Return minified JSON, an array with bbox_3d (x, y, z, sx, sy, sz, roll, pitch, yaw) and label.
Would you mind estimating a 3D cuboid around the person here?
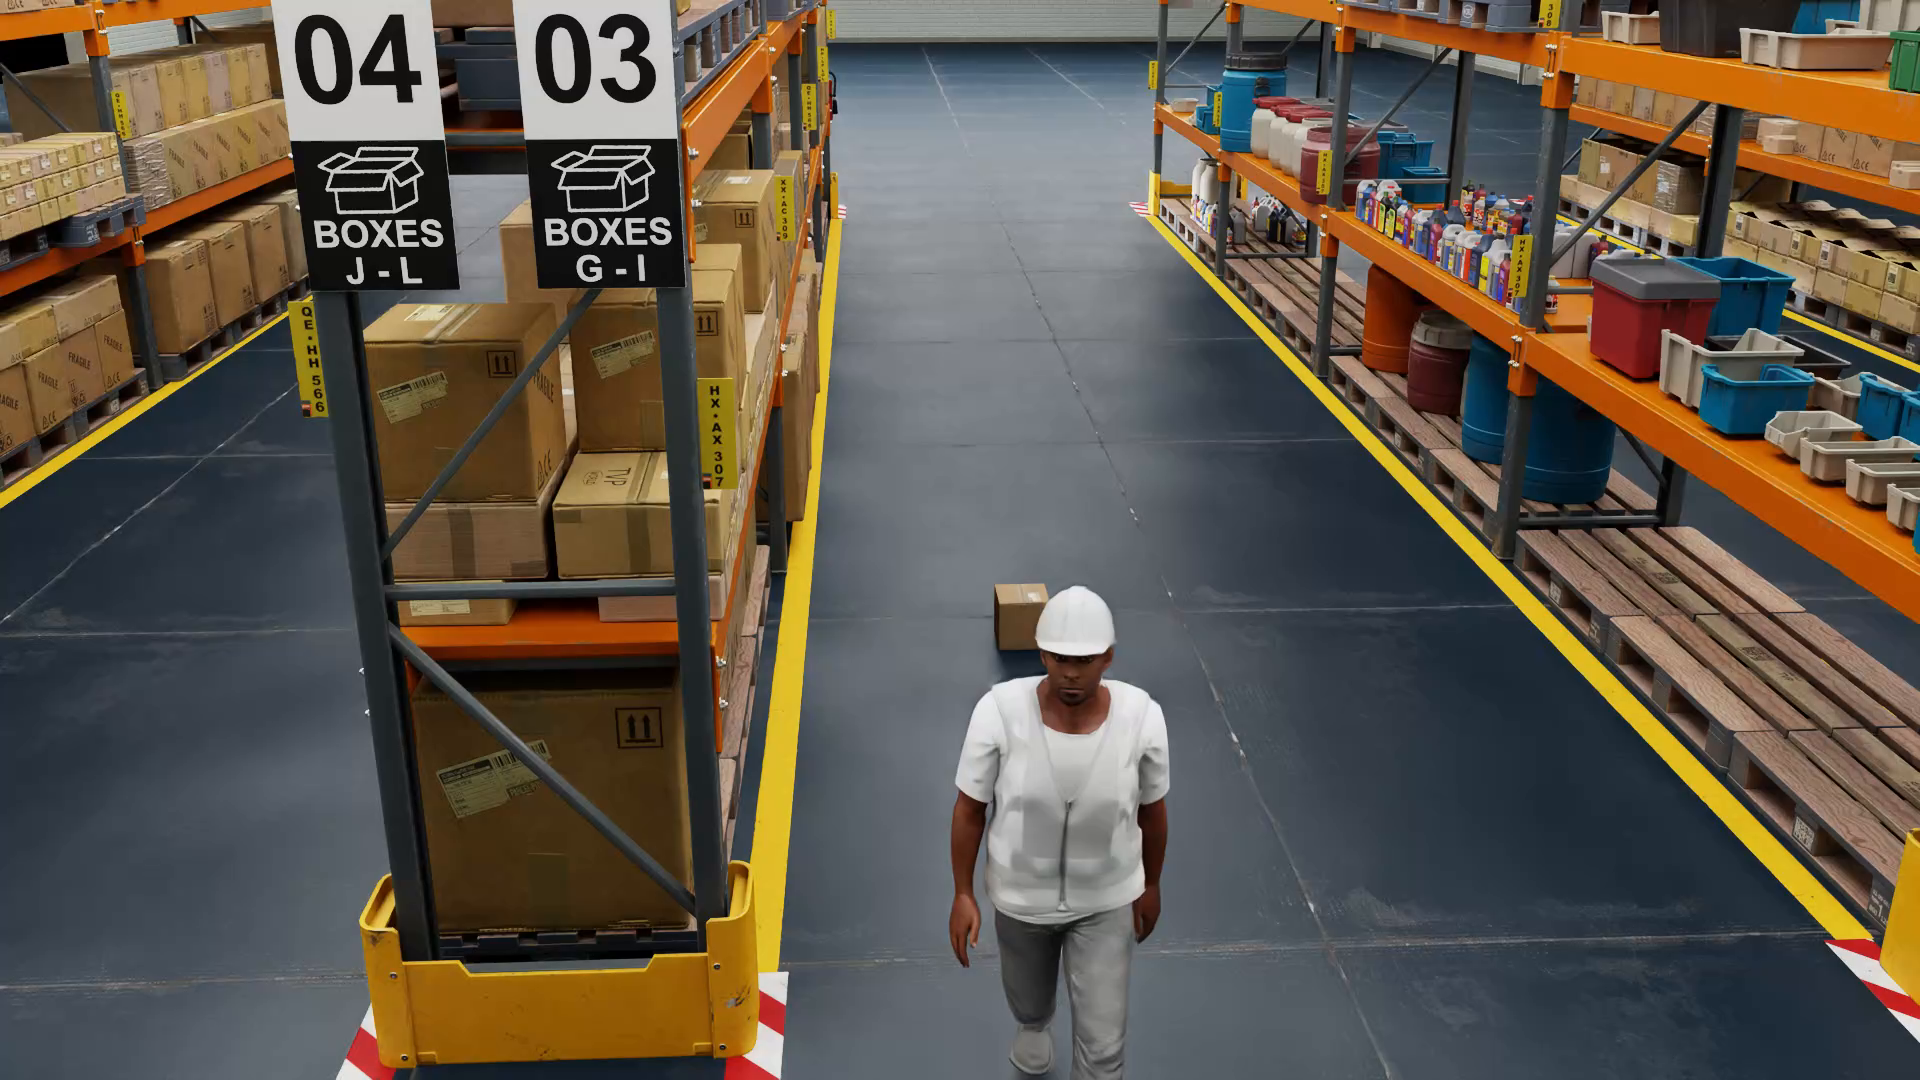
[{"bbox_3d":[0.267,0.941,4.498,0.582,1.732,0.988,1,20,4],"label":"person"}]
